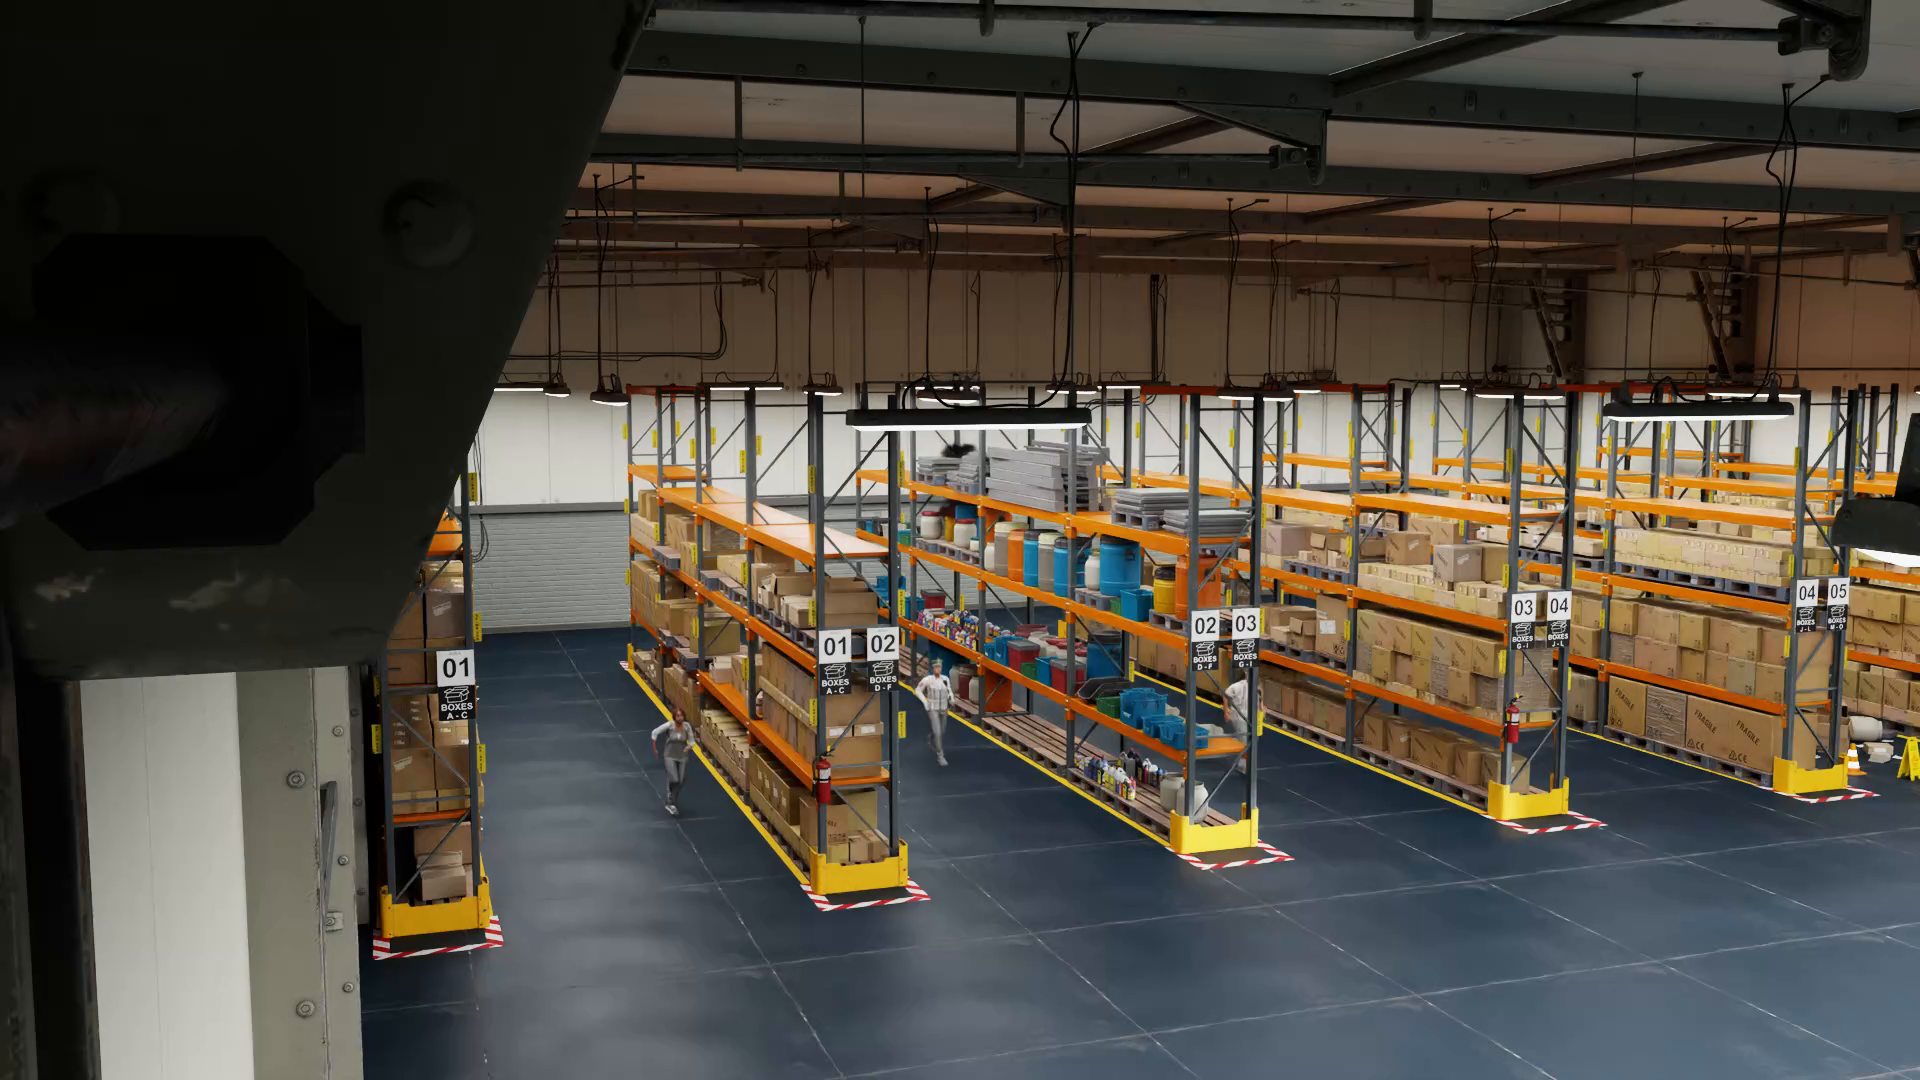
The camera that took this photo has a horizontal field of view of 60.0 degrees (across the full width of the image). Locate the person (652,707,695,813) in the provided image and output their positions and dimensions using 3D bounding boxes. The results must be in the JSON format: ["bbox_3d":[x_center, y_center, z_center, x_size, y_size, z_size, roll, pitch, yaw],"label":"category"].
[{"bbox_3d":[-4.025,3.135,23.543,0.571,1.547,0.611,-3,6,-23],"label":"person"}]

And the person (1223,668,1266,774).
[{"bbox_3d":[4.461,2.803,26.064,0.702,1.739,0.705,-4,7,-32],"label":"person"}]

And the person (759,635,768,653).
[{"bbox_3d":[-4.135,1.926,34.595,0.673,1.787,0.815,-4,7,-37],"label":"person"}]

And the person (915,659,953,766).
[{"bbox_3d":[-0.392,2.741,26.845,0.618,1.694,0.826,-3,6,-24],"label":"person"}]
